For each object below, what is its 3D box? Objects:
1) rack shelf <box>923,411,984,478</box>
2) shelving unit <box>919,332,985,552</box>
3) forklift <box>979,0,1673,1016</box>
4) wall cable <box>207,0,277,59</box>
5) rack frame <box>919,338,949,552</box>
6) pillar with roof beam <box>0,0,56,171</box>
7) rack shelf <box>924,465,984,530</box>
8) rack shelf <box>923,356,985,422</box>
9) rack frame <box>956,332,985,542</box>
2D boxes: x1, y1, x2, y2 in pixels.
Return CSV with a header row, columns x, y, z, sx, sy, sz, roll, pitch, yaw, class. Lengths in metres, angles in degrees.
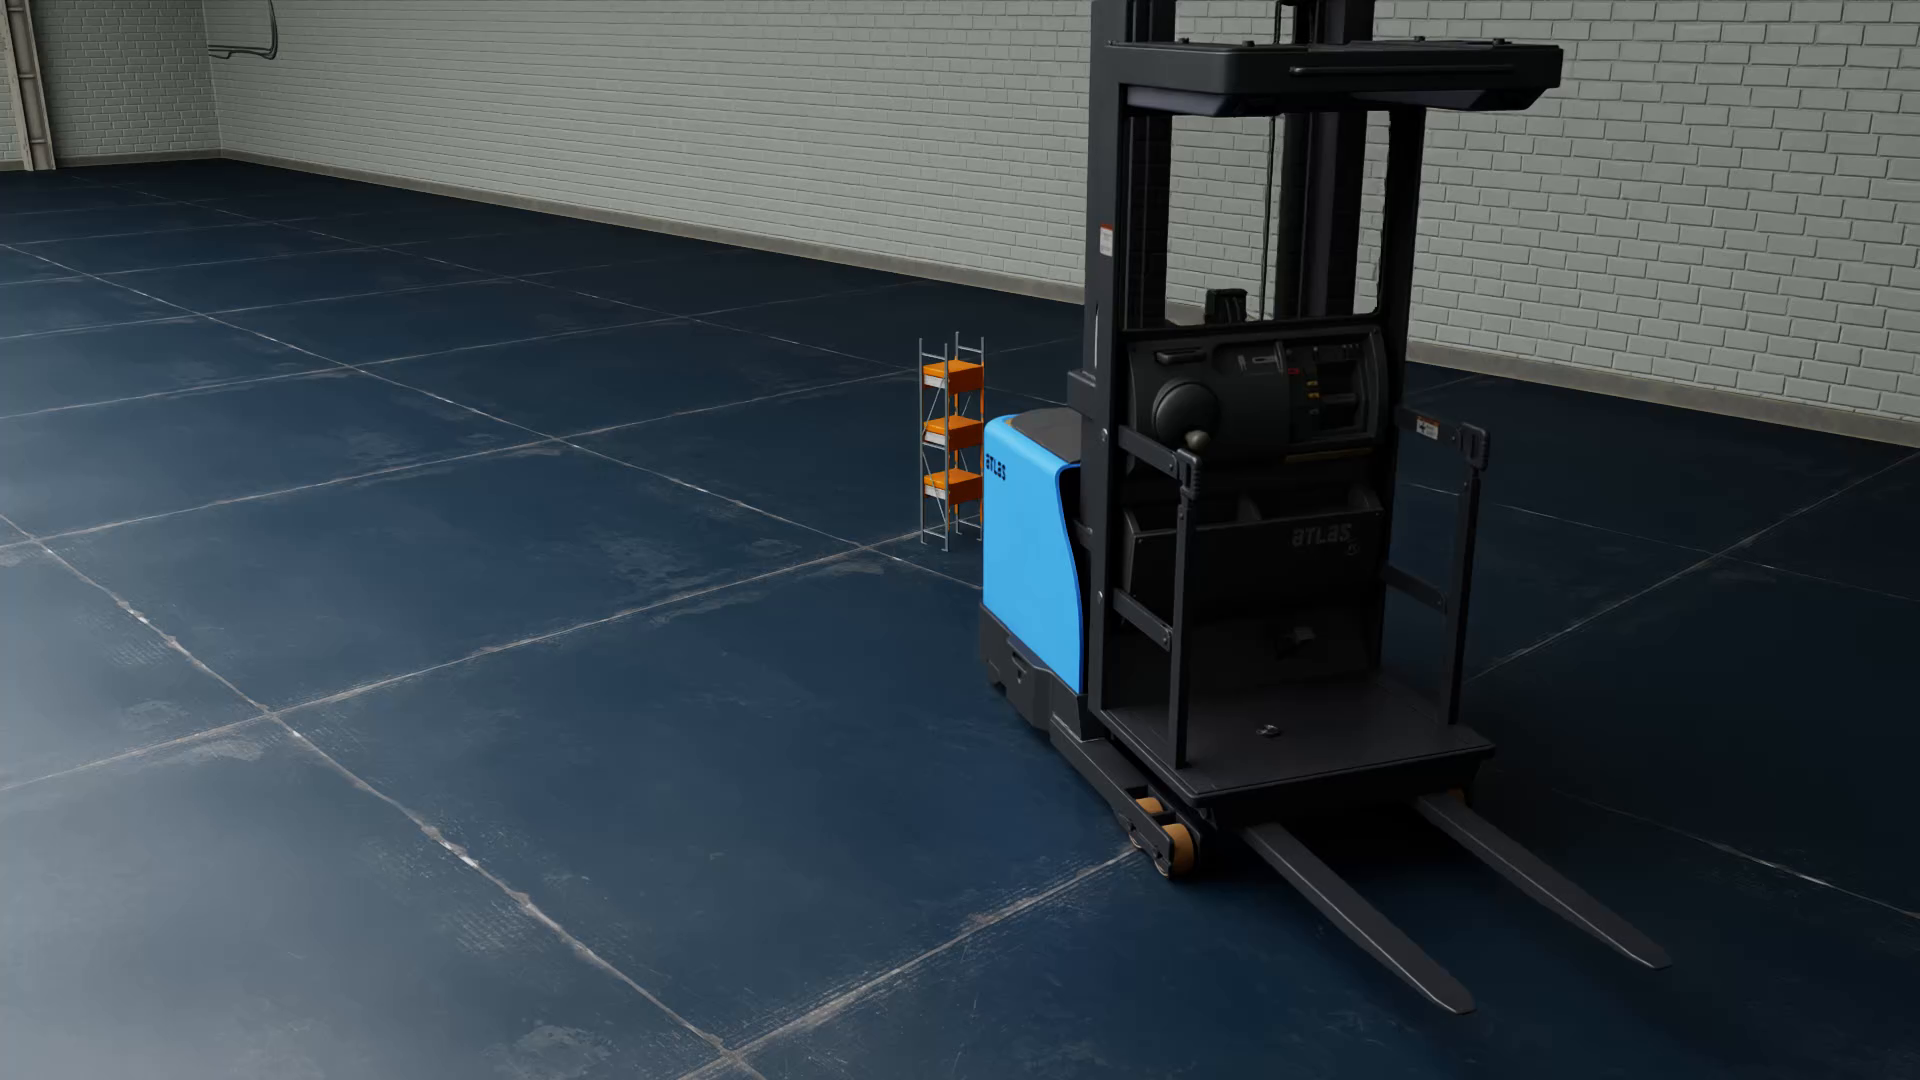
x,y,z,sx,sy,sz,roll,pitch,yaw,class
-0.039,-0.478,8.291,0.240,0.259,0.215,-16,24,-41,rack shelf
-0.039,-0.488,8.288,0.252,1.050,0.215,-16,24,-41,shelving unit
1.047,-0.479,5.209,1.130,2.935,3.031,-6,19,-18,forklift
-11.960,-9.180,27.242,0.112,2.526,3.097,-16,24,-41,wall cable
-0.128,-0.462,8.208,0.008,1.050,0.200,-16,24,-41,rack frame
-12.051,-9.364,22.776,0.400,9.000,9.100,-16,24,-41,pillar with roof beam
-0.039,-0.214,8.377,0.240,0.259,0.215,-16,24,-41,rack shelf
-0.039,-0.748,8.204,0.240,0.259,0.215,-16,24,-41,rack shelf
0.050,-0.514,8.368,0.008,1.050,0.200,-16,24,-41,rack frame
